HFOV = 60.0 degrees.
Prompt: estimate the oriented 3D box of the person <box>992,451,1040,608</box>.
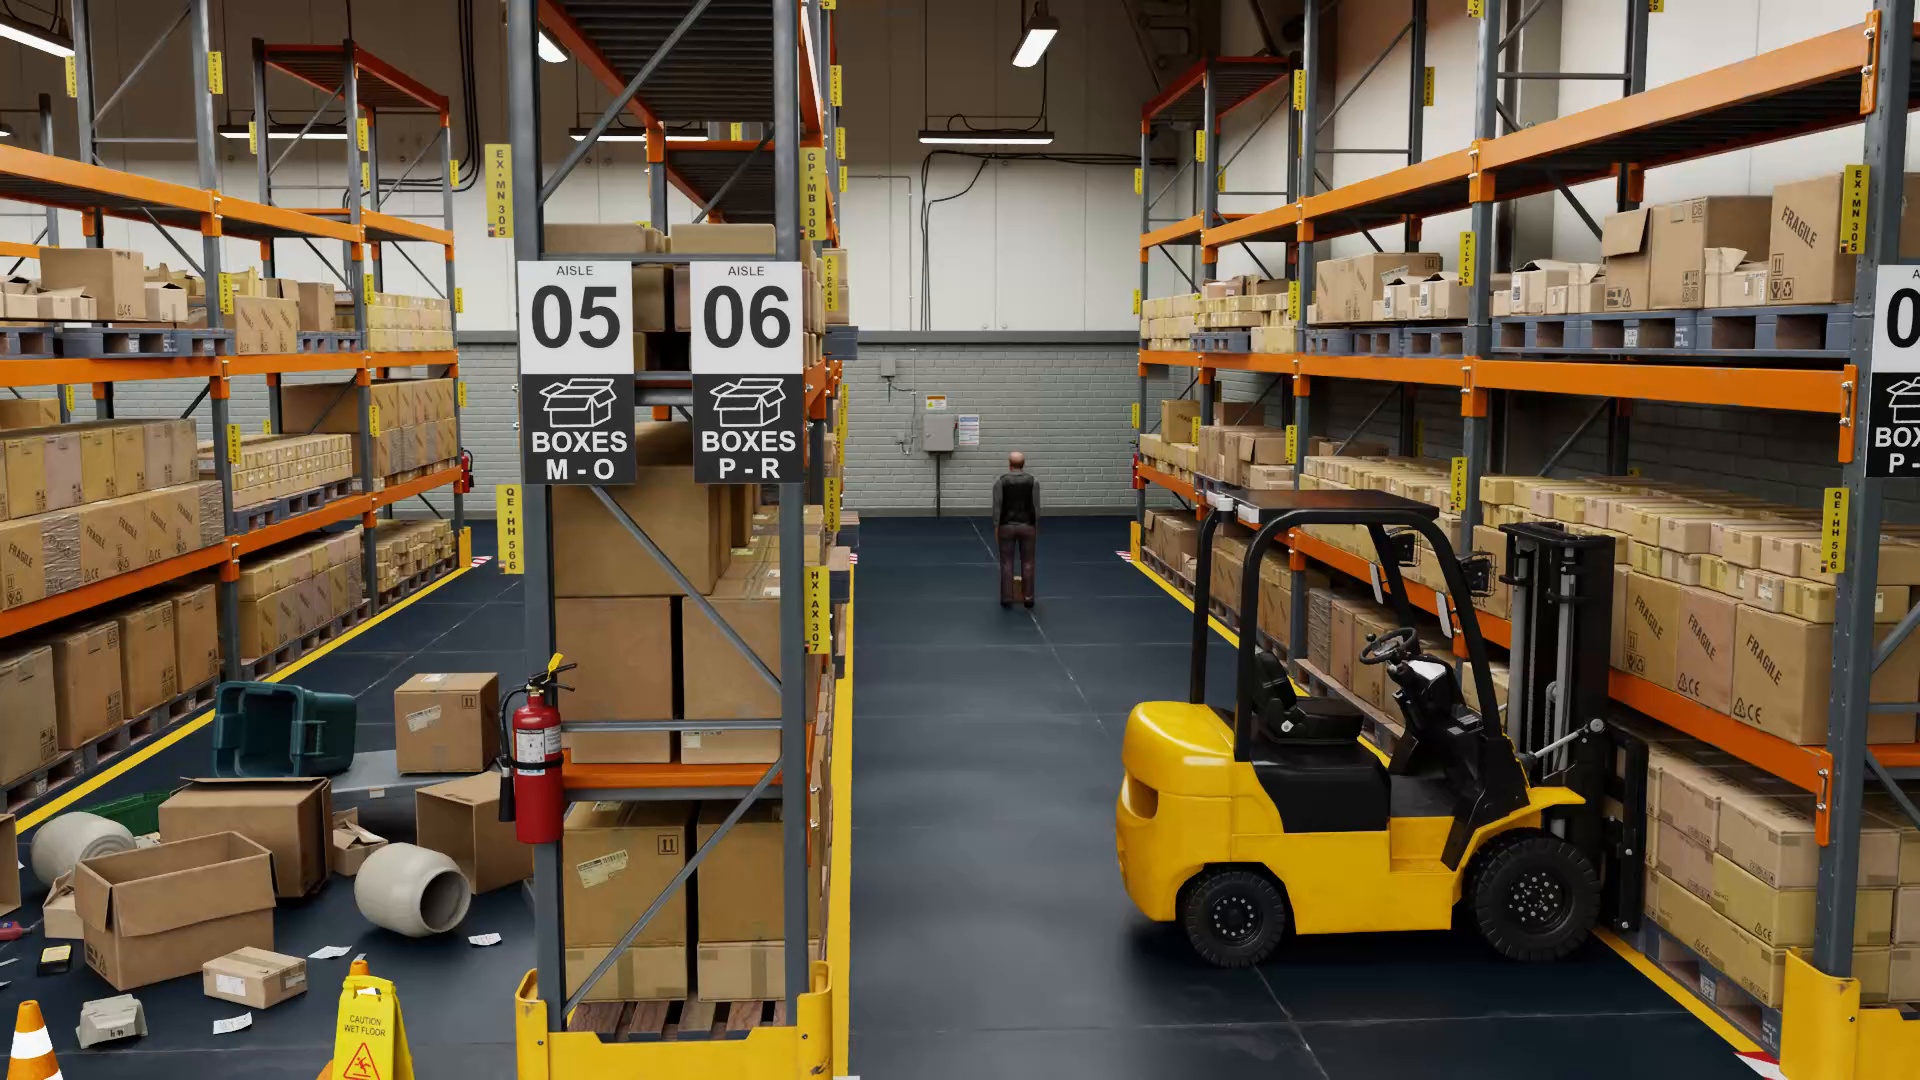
[{"bbox_3d":[0.615,-0.121,18.345,0.534,1.724,0.346,0,7,-3],"label":"person"}]
